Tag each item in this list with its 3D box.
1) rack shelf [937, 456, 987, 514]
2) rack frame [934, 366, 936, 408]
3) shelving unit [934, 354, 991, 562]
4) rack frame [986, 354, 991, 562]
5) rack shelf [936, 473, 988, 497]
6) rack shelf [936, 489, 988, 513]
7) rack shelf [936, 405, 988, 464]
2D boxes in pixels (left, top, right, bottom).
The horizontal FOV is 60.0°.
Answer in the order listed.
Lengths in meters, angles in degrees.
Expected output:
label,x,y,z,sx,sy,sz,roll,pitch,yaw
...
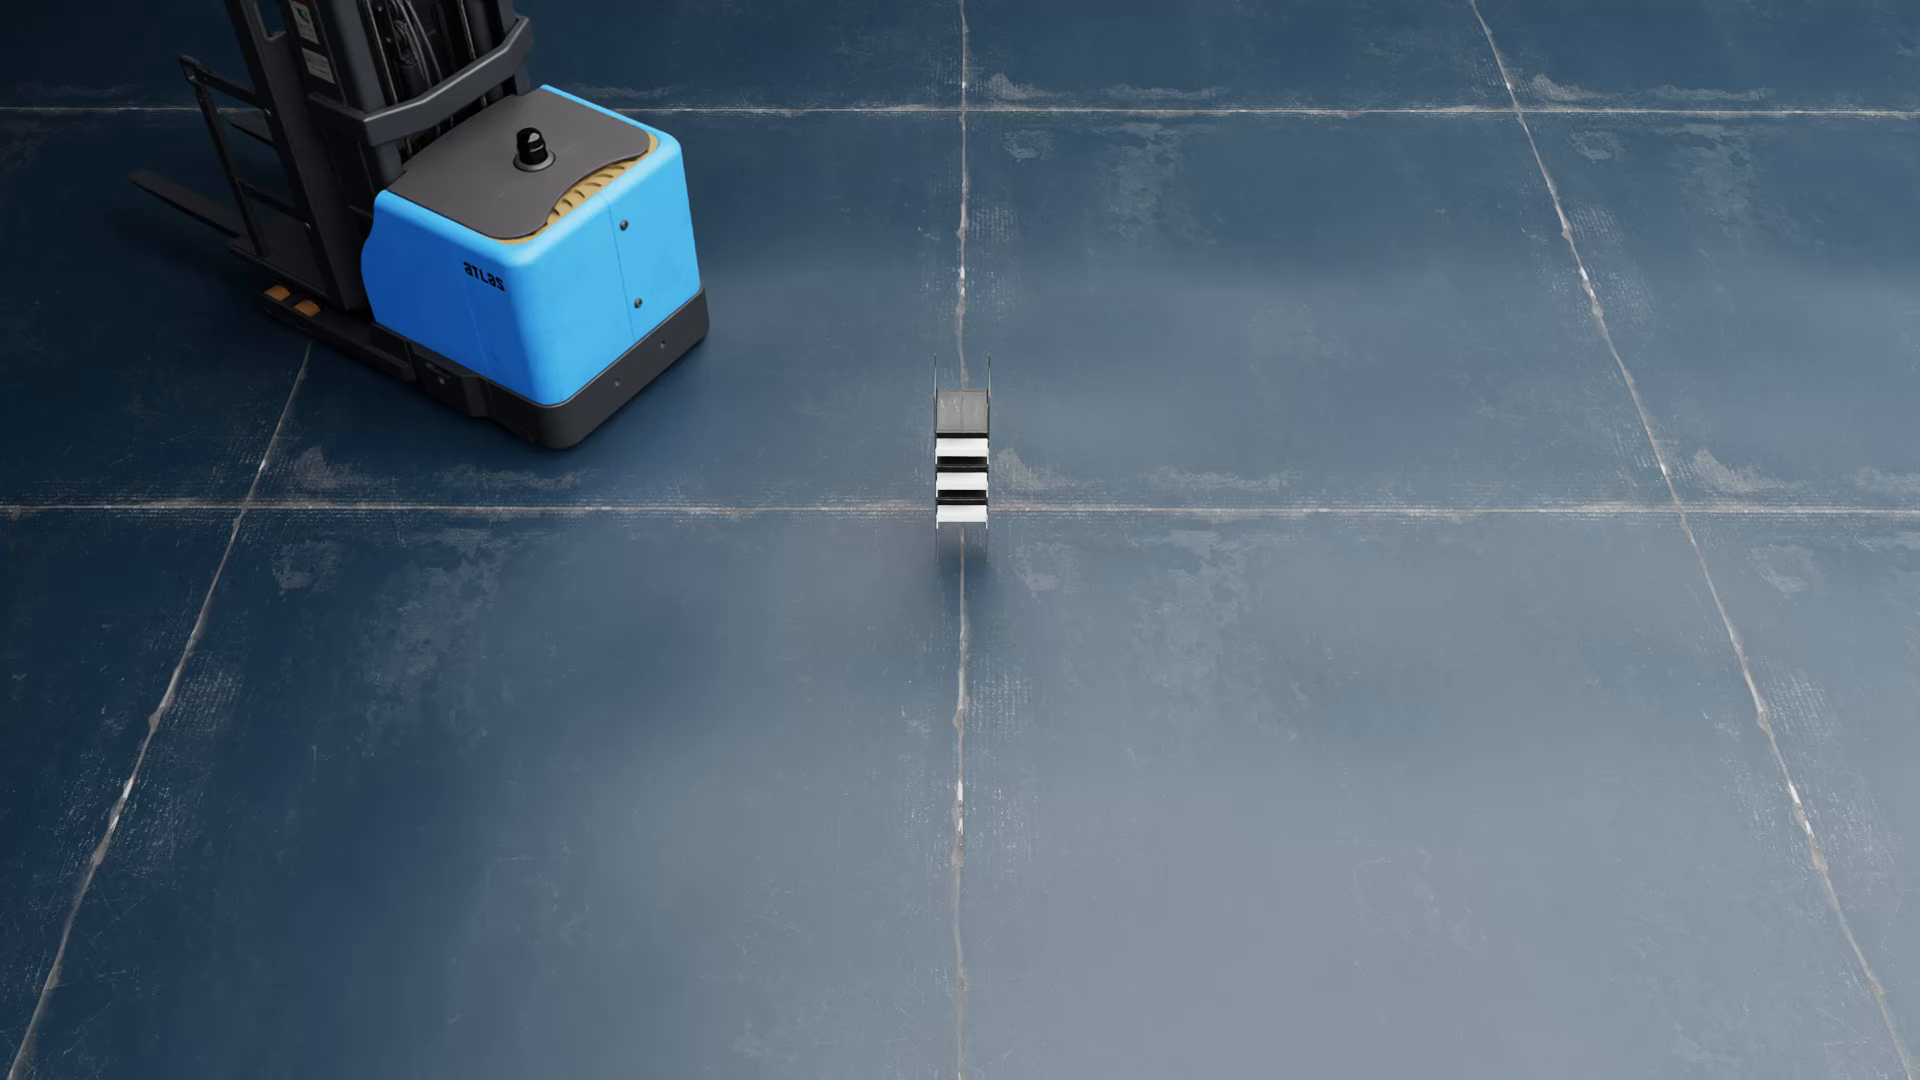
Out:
label,x,y,z,sx,sy,sz,roll,pitch,yaw
rack shelf,0.008,-0.272,6.538,0.190,0.281,0.221,0,47,0
rack frame,-0.094,-0.306,6.501,0.003,0.785,0.228,0,47,0
shelving unit,0.009,-0.307,6.501,0.208,0.900,0.258,0,47,0
rack frame,0.110,-0.306,6.501,0.006,0.900,0.240,0,47,0
rack shelf,0.008,-0.284,6.526,0.200,0.077,0.258,0,47,0
rack shelf,0.008,-0.223,6.592,0.200,0.077,0.258,0,47,0
rack shelf,0.008,-0.406,6.394,0.200,0.077,0.258,0,47,0
